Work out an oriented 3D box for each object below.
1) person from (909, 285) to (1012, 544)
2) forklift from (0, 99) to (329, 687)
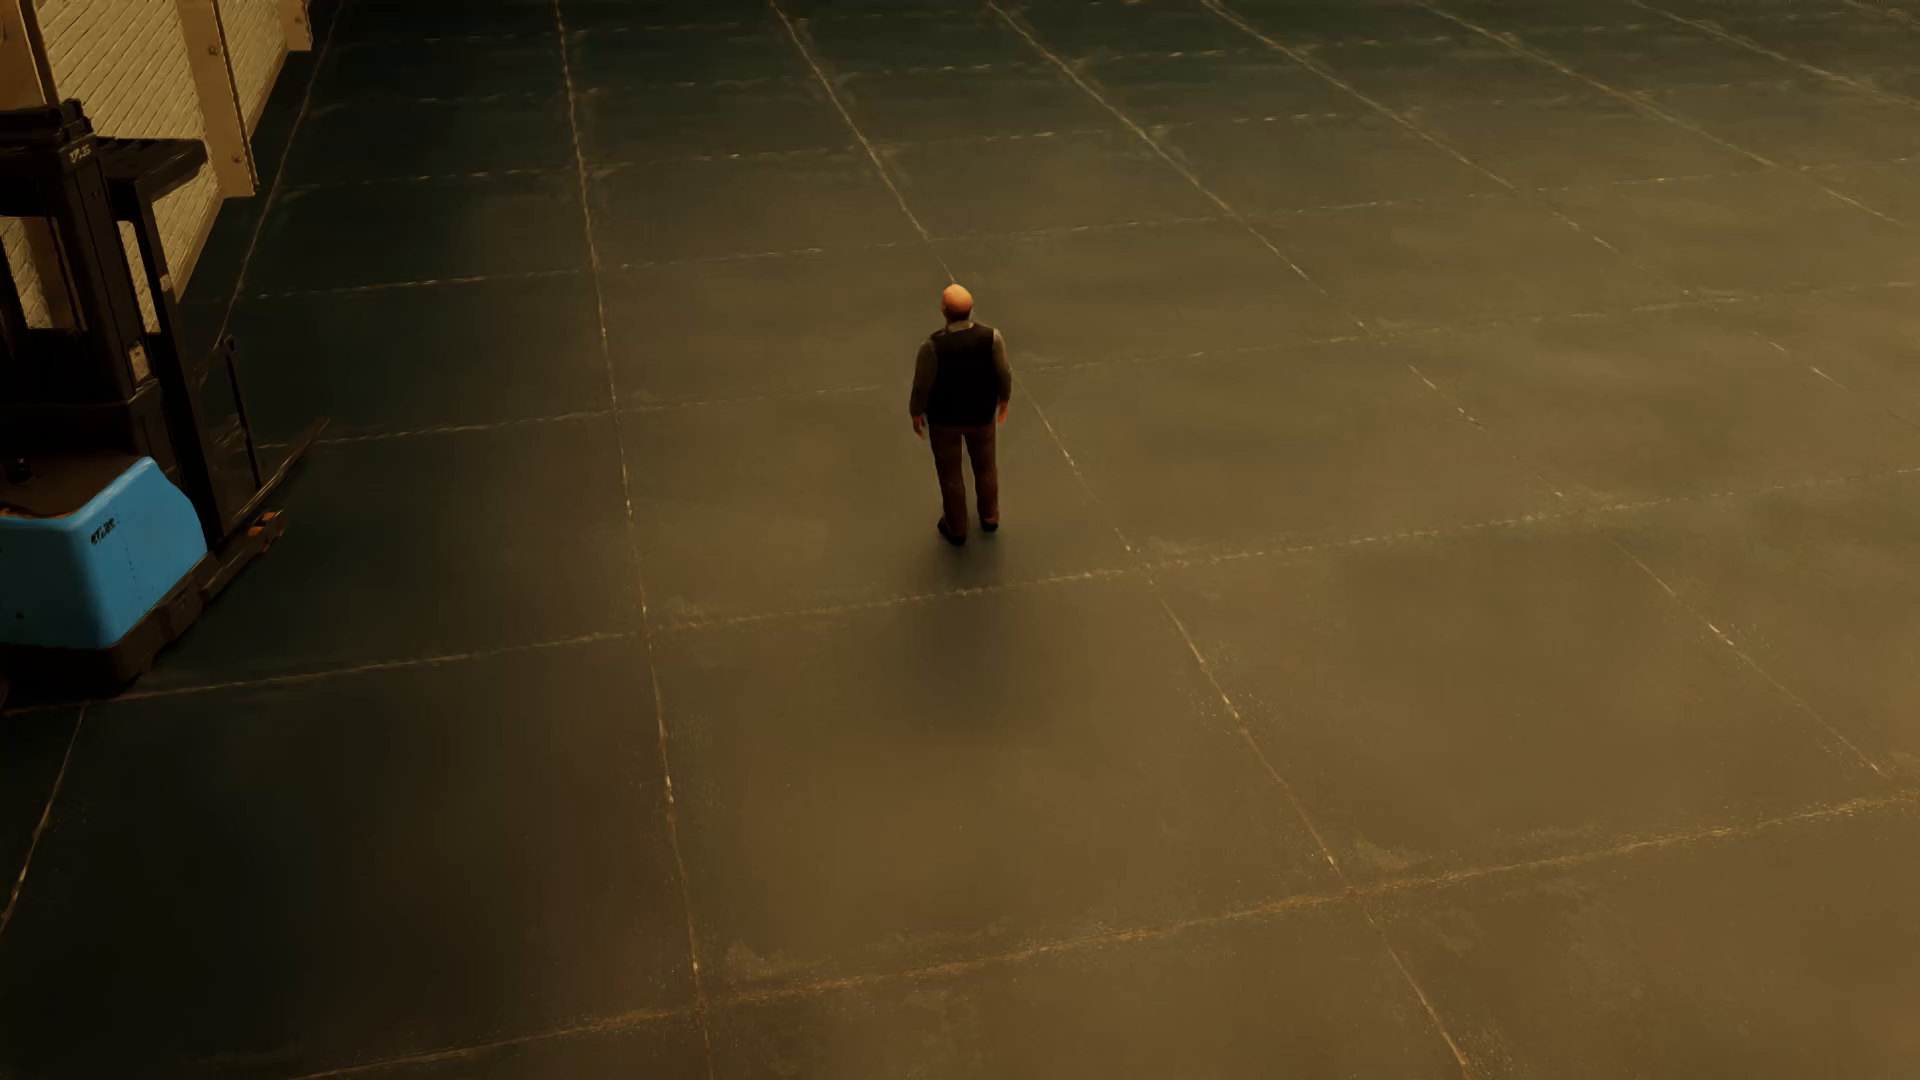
[{"bbox_3d":[-0.007,-0.783,10.119,0.632,1.720,0.567,-7,31,-12],"label":"person"},{"bbox_3d":[-4.872,-1.188,9.626,1.130,2.935,3.031,3,30,6],"label":"forklift"}]
